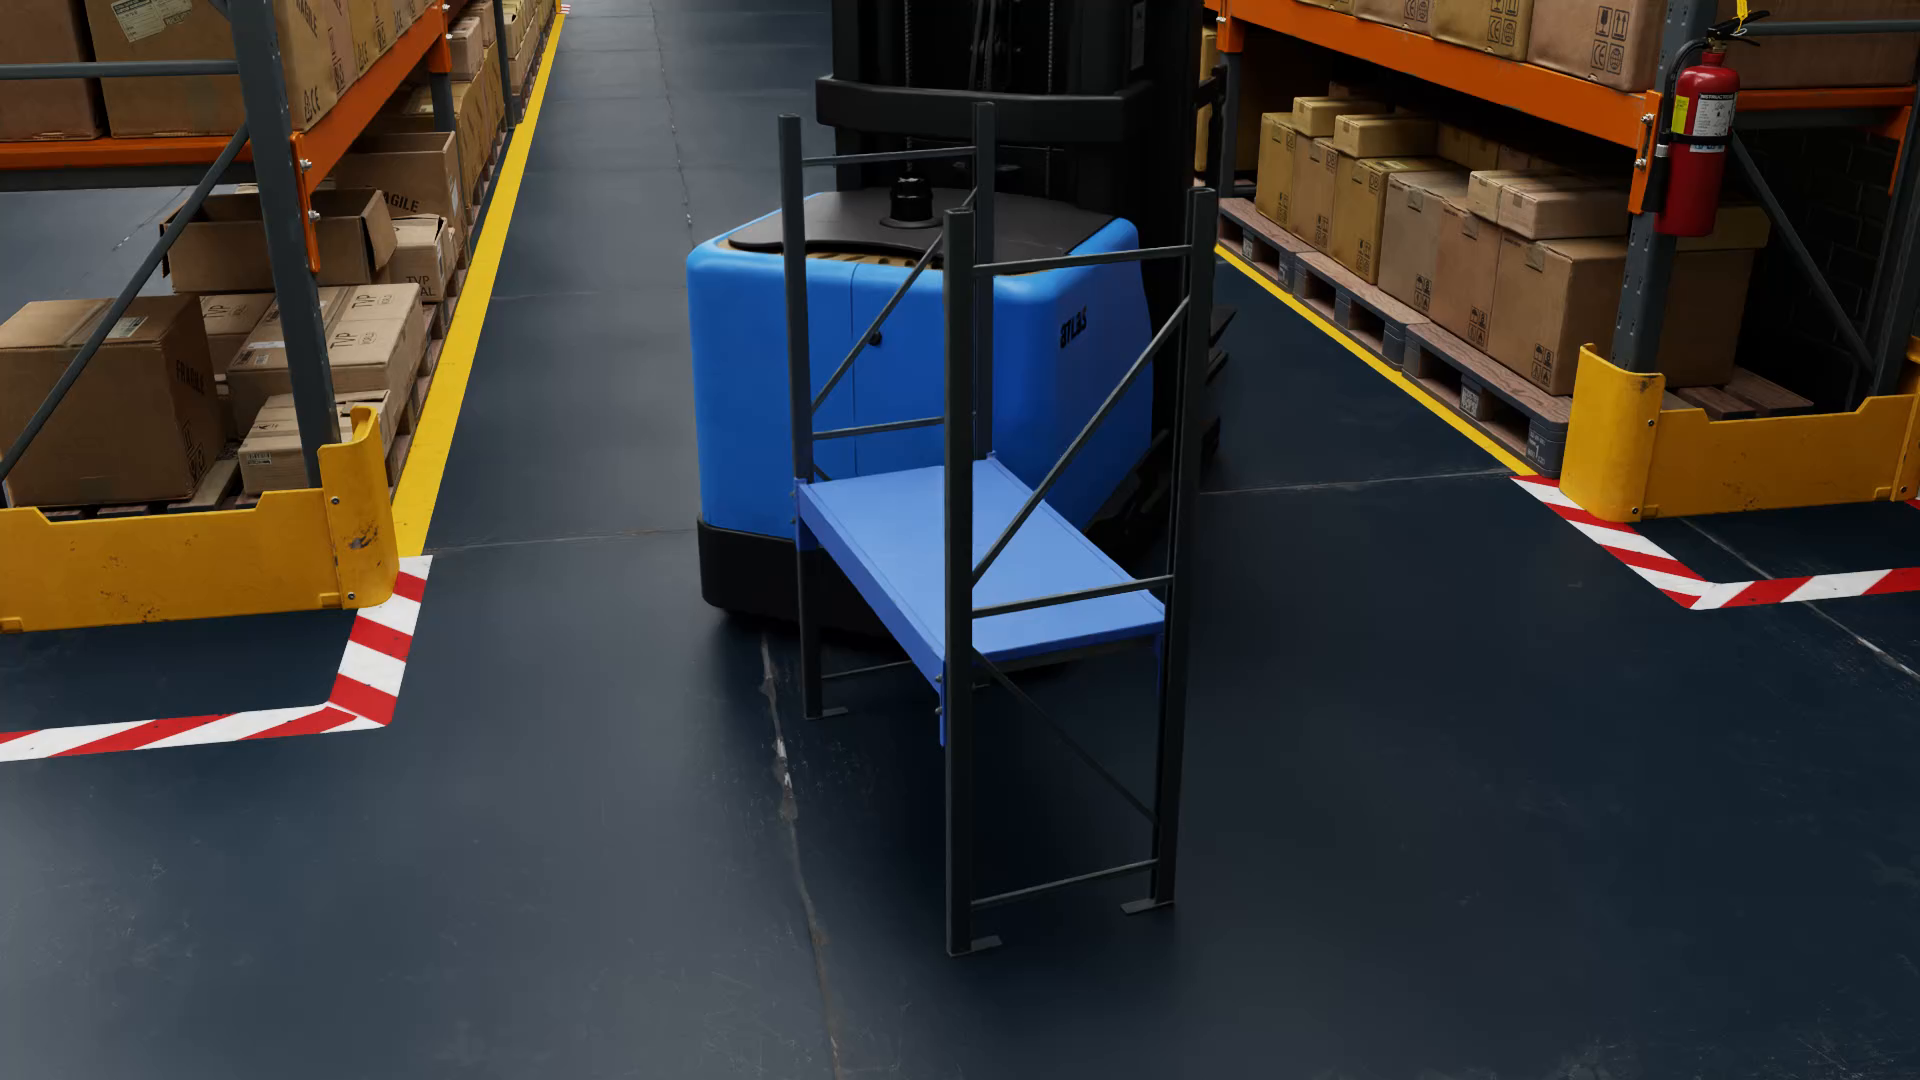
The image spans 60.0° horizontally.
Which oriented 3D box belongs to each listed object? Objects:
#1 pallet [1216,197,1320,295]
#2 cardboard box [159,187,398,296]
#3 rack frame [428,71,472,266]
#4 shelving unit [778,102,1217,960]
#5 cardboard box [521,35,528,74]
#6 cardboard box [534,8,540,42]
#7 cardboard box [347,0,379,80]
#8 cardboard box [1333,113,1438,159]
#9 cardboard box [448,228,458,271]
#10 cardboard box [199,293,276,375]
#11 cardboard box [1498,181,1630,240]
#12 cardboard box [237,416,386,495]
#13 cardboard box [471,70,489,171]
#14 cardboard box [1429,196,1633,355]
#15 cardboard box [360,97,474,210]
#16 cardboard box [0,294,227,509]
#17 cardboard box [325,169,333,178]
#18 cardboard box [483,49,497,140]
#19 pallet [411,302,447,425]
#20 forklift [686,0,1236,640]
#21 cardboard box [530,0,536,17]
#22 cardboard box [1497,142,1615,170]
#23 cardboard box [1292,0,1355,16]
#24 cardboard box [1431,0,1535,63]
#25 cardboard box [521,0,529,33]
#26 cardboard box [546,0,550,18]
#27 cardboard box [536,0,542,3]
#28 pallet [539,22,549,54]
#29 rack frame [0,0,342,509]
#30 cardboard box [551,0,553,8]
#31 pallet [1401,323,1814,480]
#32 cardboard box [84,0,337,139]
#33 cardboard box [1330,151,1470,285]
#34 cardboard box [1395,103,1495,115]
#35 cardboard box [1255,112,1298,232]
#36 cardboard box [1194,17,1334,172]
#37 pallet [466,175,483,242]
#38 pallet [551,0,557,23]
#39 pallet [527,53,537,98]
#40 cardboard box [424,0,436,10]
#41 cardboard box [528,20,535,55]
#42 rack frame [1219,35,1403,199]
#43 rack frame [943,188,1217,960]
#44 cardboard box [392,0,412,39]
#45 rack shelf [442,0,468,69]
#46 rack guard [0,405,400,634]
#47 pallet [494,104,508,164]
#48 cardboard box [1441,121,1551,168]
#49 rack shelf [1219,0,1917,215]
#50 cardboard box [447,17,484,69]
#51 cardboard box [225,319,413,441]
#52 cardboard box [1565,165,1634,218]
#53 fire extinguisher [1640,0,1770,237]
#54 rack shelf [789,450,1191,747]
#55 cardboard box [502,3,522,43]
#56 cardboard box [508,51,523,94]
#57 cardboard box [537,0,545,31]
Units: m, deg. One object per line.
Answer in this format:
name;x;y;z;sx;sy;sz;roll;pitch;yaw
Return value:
pallet;1.945;-1.536;8.504;1.003;0.211;1.213;-4;24;-10
cardboard box;-2.634;-1.070;6.521;0.797;0.503;0.637;-4;24;-10
rack frame;-2.987;-2.751;7.801;1.000;3.000;0.127;-4;24;-10
shelving unit;0.025;-0.079;3.558;0.538;1.500;1.048;-9;25;-19
cardboard box;-3.731;-3.886;13.311;0.500;0.250;0.500;-5;24;-11
cardboard box;-4.105;-4.688;15.148;0.500;0.250;0.500;-5;24;-10
cardboard box;-2.261;-1.818;5.539;0.500;0.500;0.500;-4;24;-10
cardboard box;1.899;-1.808;7.430;0.380;0.149;0.250;-5;24;-11
cardboard box;-2.474;-1.300;7.491;0.380;0.149;0.250;-4;24;-10
cardboard box;-2.736;-0.691;5.969;0.500;0.250;0.500;-4;24;-10
cardboard box;2.190;-1.195;6.026;0.380;0.149;0.250;-5;24;-10
cardboard box;-1.987;-0.263;5.116;0.380;0.149;0.250;-4;24;-10
cardboard box;-3.031;-2.421;9.620;0.500;0.500;0.500;-4;24;-9
cardboard box;2.300;-1.057;6.522;0.700;0.500;0.500;-4;24;-10
cardboard box;-2.837;-2.015;8.690;0.500;0.500;0.500;-5;24;-12
cardboard box;-2.590;-0.429;5.059;0.500;0.500;0.500;-4;24;-10
cardboard box;-3.360;-1.980;8.609;0.500;0.500;0.500;-4;24;-10
cardboard box;-3.227;-2.826;10.547;0.500;0.500;0.500;-5;24;-12
pallet;-2.632;-0.722;6.639;1.003;0.211;1.213;-4;24;-10
forklift;0.277;-1.590;5.228;1.130;2.935;3.031;9;25;19
cardboard box;-4.007;-4.745;14.576;0.500;0.311;0.500;-4;24;-8
cardboard box;2.424;-1.521;6.773;0.380;0.149;0.250;-4;24;-9
cardboard box;2.095;-2.754;7.434;0.980;0.700;0.700;-5;24;-11
cardboard box;2.371;-2.168;6.092;0.980;0.700;0.700;-4;24;-10
cardboard box;-3.828;-4.350;13.673;0.500;0.311;0.500;-5;24;-10
cardboard box;-4.429;-5.429;16.843;0.500;0.250;0.500;-4;24;-10
cardboard box;-4.244;-5.379;15.793;0.500;0.500;0.500;-4;24;-10
pallet;-4.572;-4.936;16.287;1.003;0.211;1.213;-4;24;-10
rack frame;-2.247;-1.178;4.198;1.000;3.000;0.127;-4;24;-10
cardboard box;-4.618;-5.822;17.743;0.500;0.250;0.500;-4;24;-10
pallet;2.396;-0.576;6.306;1.003;0.211;1.213;-4;24;-10
cardboard box;-2.070;-1.417;4.623;0.500;0.500;0.500;-4;24;-9
cardboard box;2.101;-1.464;7.453;0.700;0.500;0.500;-4;24;-9
cardboard box;2.235;-1.922;7.692;0.380;0.149;0.250;-5;24;-11
cardboard box;1.918;-1.864;8.369;0.700;0.500;0.500;-4;24;-9
cardboard box;1.633;-2.572;9.553;0.750;0.750;0.750;-4;24;-9
pallet;-3.174;-1.790;9.085;1.003;0.211;1.213;-4;24;-10
pallet;-5.023;-5.895;18.485;1.003;0.211;1.213;-4;24;-10
pallet;-4.062;-3.852;13.806;1.003;0.211;1.213;-4;24;-10
cardboard box;-2.642;-2.619;7.374;0.500;0.500;0.500;-4;24;-9
cardboard box;-3.918;-4.288;14.231;0.500;0.250;0.500;-4;24;-9
rack frame;1.881;-3.119;8.644;1.000;3.000;0.127;-4;24;-10
rack frame;0.210;0.110;3.124;0.500;1.500;0.032;-9;25;-19
cardboard box;-2.448;-2.215;6.448;0.500;0.500;0.500;-4;24;-9
rack shelf;-3.357;-3.208;9.746;1.077;0.370;4.000;-4;24;-10
rack guard;-2.261;-0.062;4.767;1.175;0.500;0.348;-4;24;-10
pallet;-3.626;-2.750;11.283;1.003;0.211;1.213;-4;24;-10
cardboard box;2.330;-1.722;7.232;0.380;0.149;0.250;-5;24;-11
rack shelf;2.251;-2.003;6.986;1.077;0.370;4.000;-4;24;-10
cardboard box;-3.115;-2.950;9.892;0.500;0.250;0.500;-5;24;-11
cardboard box;-2.161;-0.551;5.649;0.500;0.250;0.500;-4;24;-10
cardboard box;2.518;-1.323;6.319;0.380;0.149;0.250;-4;24;-10
fire extinguisher;2.195;-1.246;4.917;0.296;0.674;0.183;-4;24;-10
rack shelf;0.025;0.085;3.630;0.538;0.185;1.000;-9;25;-19
cardboard box;-3.640;-3.947;12.750;0.500;0.311;0.500;-5;24;-11
cardboard box;-3.535;-3.484;12.391;0.500;0.250;0.500;-4;24;-10
cardboard box;-4.254;-5.035;15.941;0.500;0.250;0.500;-4;24;-10
